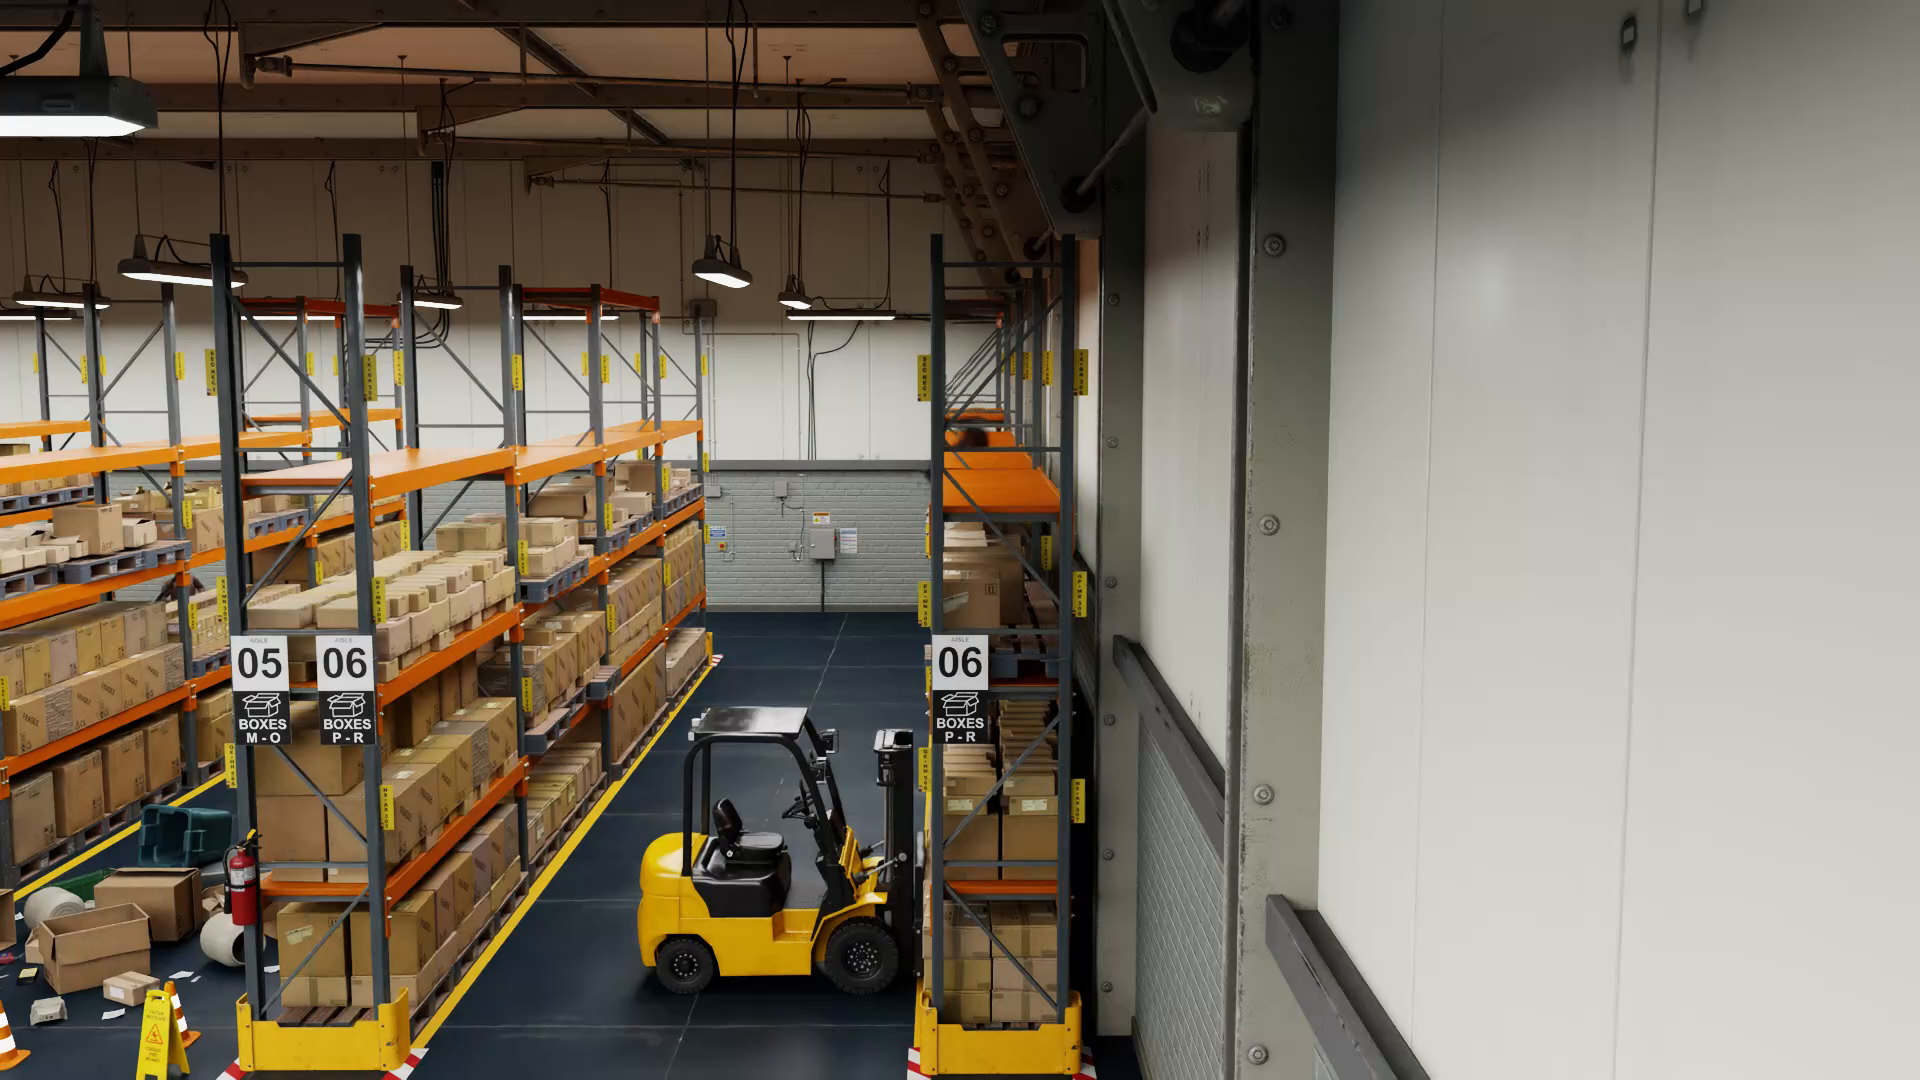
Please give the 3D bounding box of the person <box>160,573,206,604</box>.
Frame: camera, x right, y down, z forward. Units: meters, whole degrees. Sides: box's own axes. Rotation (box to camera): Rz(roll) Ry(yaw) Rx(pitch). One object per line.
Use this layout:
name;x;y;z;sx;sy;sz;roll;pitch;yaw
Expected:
person;-12.997;1.245;27.845;0.747;1.725;0.896;-5;8;-37
